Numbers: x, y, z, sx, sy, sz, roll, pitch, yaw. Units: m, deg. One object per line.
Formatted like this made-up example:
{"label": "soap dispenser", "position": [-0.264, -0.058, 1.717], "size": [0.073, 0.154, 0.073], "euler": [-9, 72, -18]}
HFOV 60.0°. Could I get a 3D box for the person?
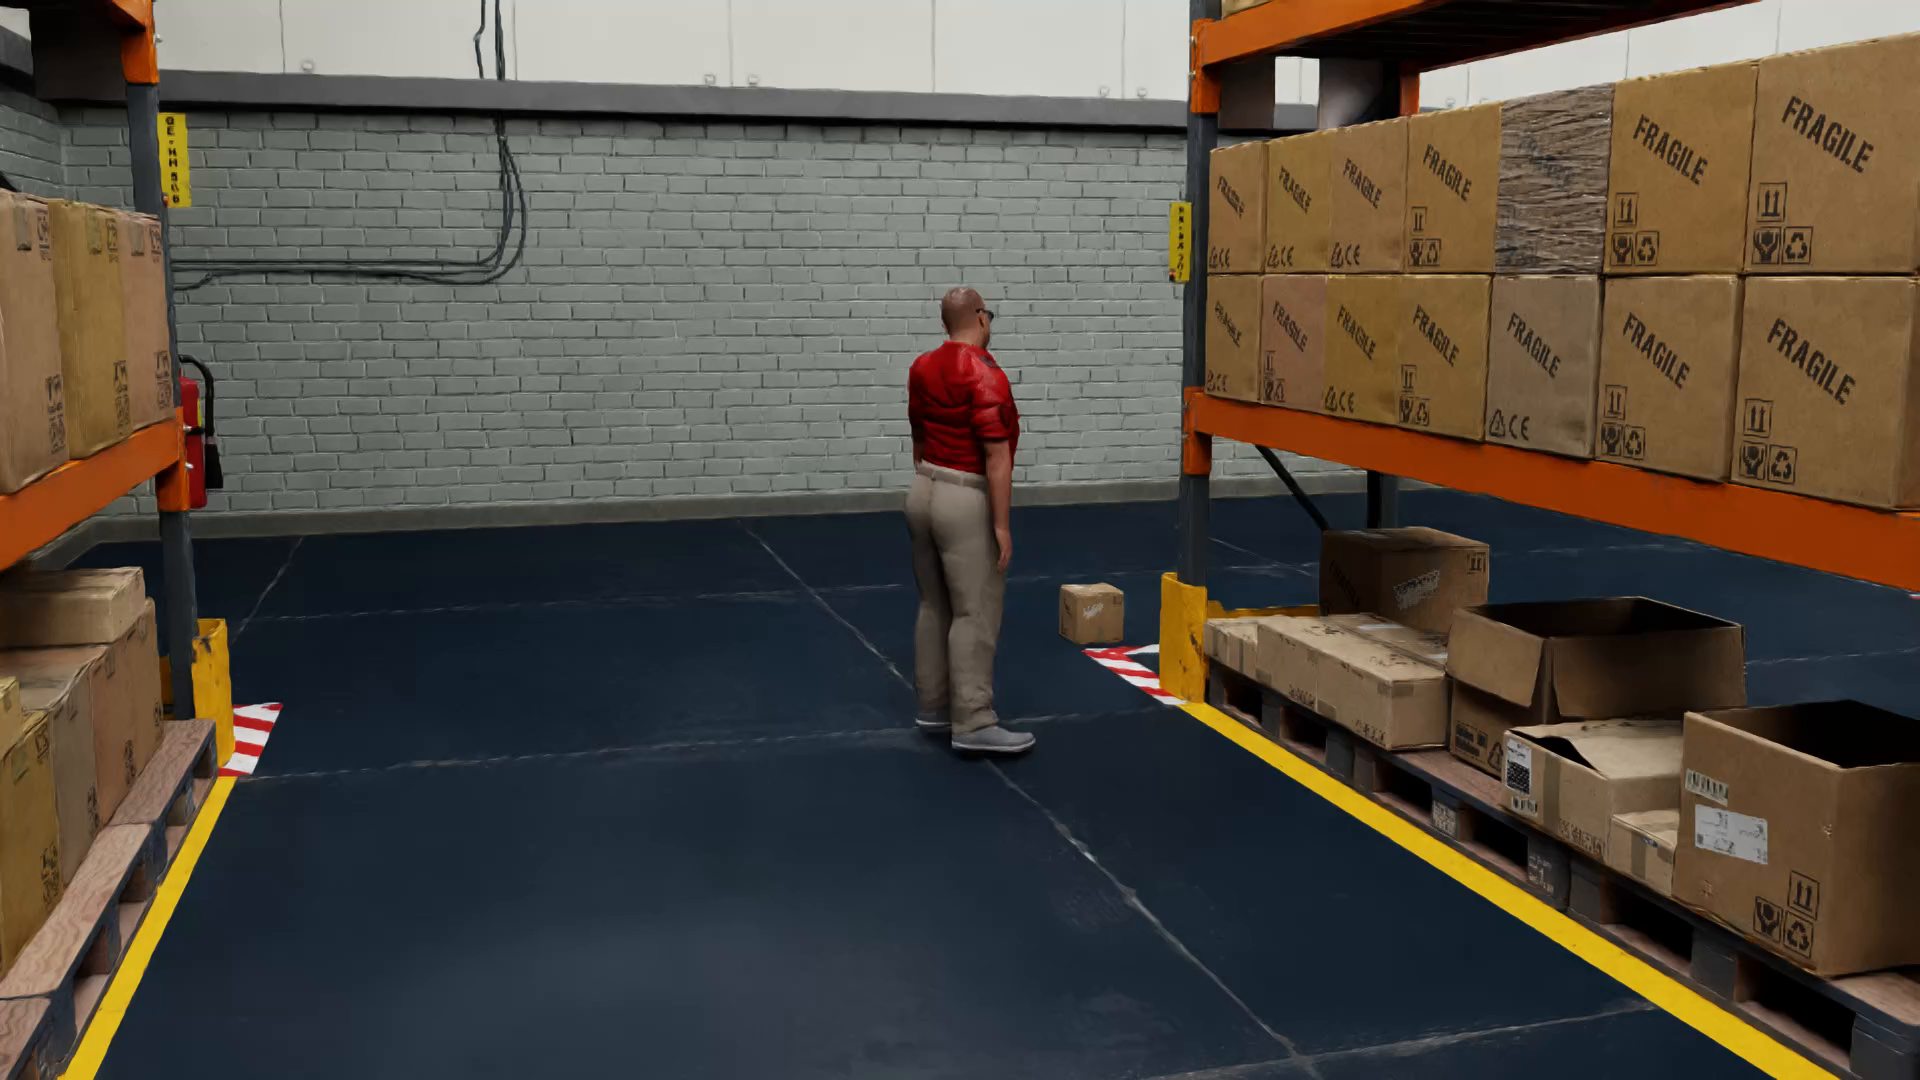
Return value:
{"label": "person", "position": [0.020, -0.085, 6.308], "size": [0.381, 1.739, 0.597], "euler": [-7, 11, -36]}
